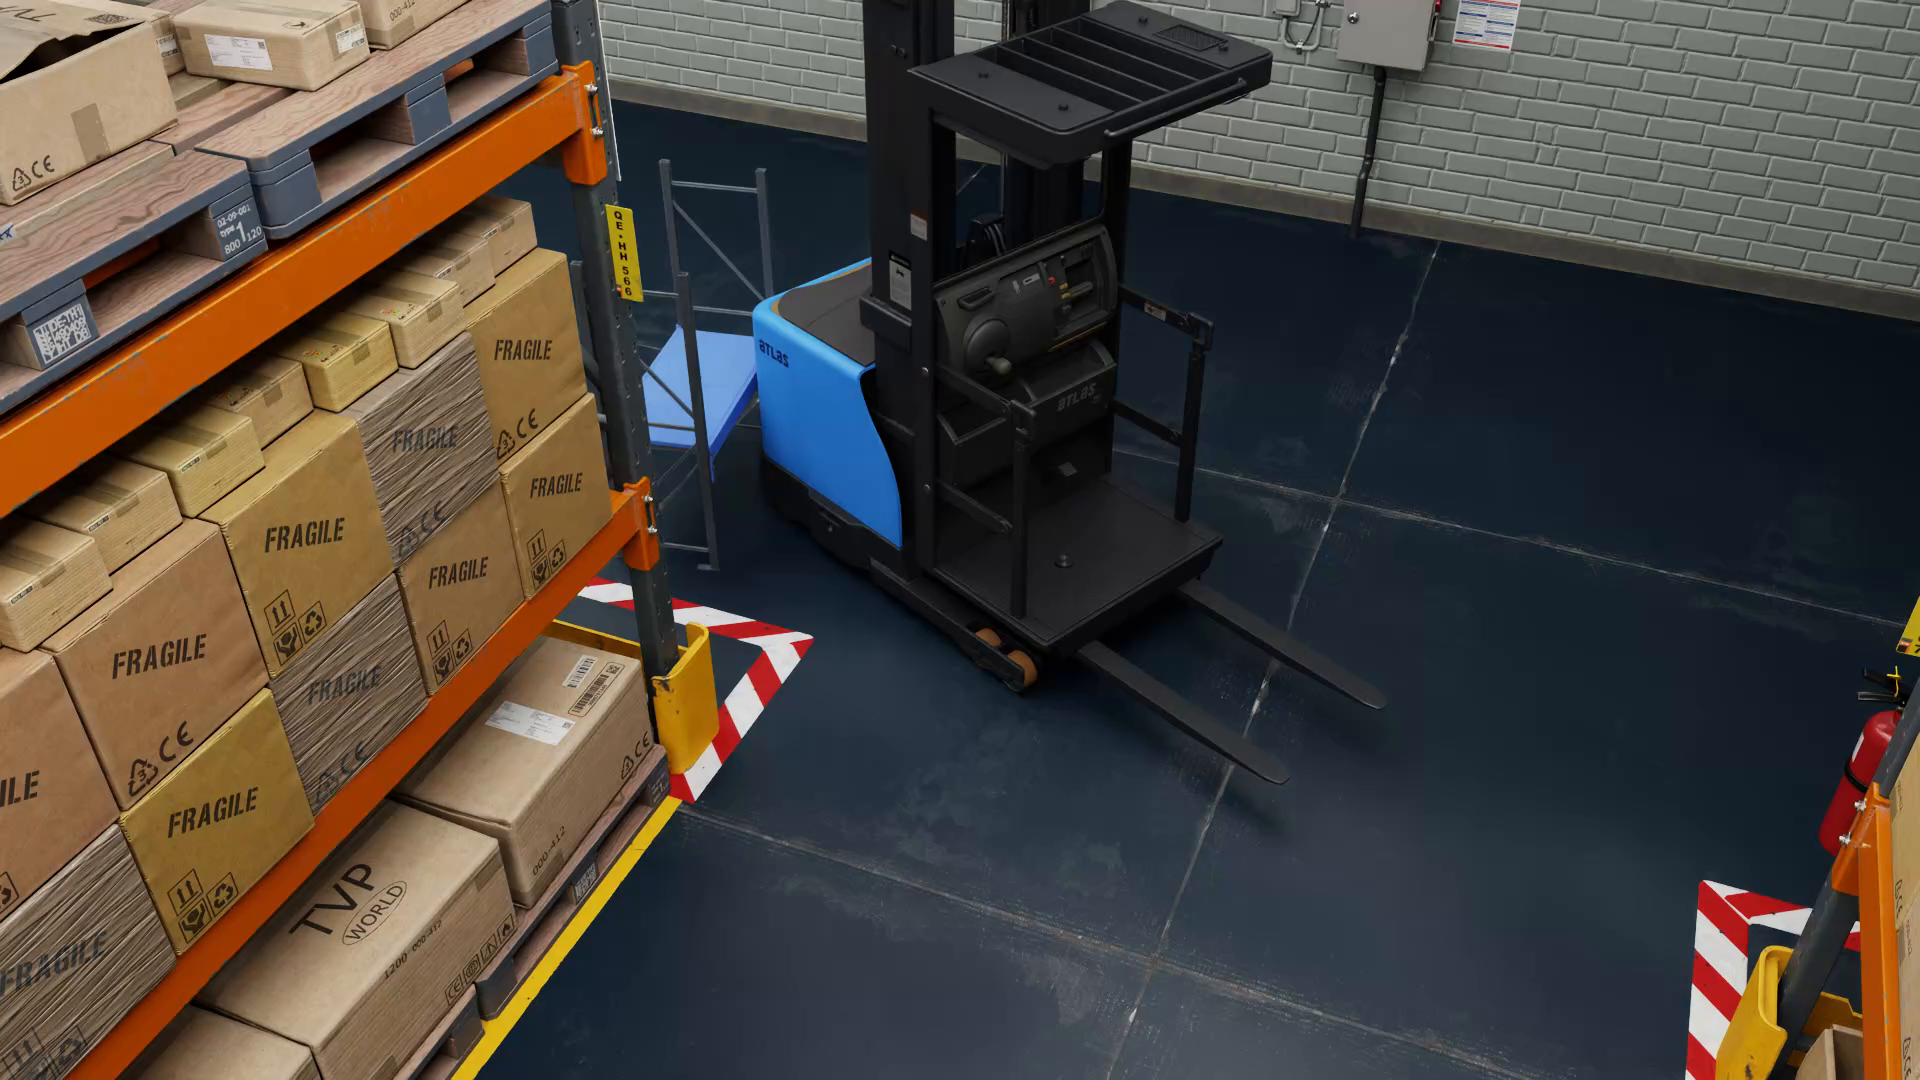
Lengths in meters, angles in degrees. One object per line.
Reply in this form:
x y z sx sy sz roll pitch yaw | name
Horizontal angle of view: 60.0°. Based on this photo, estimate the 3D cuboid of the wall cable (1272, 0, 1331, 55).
1.872 -3.701 9.348 0.588 1.984 0.122 14 39 18 | wall cable

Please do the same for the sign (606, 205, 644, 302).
-1.071 -0.911 5.298 0.100 0.325 0.005 14 39 18 | sign

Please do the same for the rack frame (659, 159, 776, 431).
-1.116 -1.090 7.955 0.500 1.500 0.032 7 37 10 | rack frame

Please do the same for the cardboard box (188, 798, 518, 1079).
-2.067 1.271 5.333 0.875 0.438 0.875 15 39 19 | cardboard box

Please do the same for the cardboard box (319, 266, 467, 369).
-1.614 -0.632 4.629 0.380 0.149 0.250 13 39 17 | cardboard box

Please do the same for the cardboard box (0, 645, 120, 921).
-2.281 0.523 3.627 0.500 0.500 0.500 15 39 19 | cardboard box

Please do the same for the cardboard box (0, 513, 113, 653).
-2.132 0.076 3.682 0.380 0.149 0.250 14 39 18 | cardboard box

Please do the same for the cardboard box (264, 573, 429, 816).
-1.898 0.365 4.673 0.500 0.500 0.500 15 39 19 | cardboard box

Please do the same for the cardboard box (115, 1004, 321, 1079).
-2.411 1.770 4.666 0.875 0.438 0.875 13 39 16 | cardboard box

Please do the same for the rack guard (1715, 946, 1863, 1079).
2.995 1.688 5.074 1.175 0.500 0.348 14 39 18 | rack guard

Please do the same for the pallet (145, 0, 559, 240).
-1.840 -1.237 4.468 1.003 0.211 1.213 14 39 18 | pallet

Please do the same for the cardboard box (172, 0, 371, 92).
-1.741 -1.273 4.218 0.380 0.149 0.250 11 38 14 | cardboard box

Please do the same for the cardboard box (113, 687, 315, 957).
-2.082 0.654 4.286 0.500 0.500 0.500 15 39 19 | cardboard box

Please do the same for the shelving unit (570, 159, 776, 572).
-1.224 -0.793 7.557 0.538 1.500 1.048 7 37 10 | shelving unit

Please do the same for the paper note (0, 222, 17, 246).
-1.828 -0.559 3.133 0.006 0.032 0.123 14 39 18 | paper note

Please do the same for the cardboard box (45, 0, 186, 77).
-2.194 -1.243 4.177 0.380 0.149 0.250 15 39 19 | cardboard box

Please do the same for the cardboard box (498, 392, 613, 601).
-1.506 -0.196 5.424 0.500 0.500 0.500 14 39 18 | cardboard box

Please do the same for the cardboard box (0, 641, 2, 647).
-2.290 0.196 3.521 0.380 0.149 0.250 14 39 18 | cardboard box

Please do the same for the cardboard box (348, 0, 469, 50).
-1.655 -1.564 4.522 0.500 0.250 0.500 10 38 14 | cardboard box

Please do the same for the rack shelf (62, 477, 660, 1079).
-2.328 0.912 4.626 1.077 0.370 4.000 14 39 18 | rack shelf

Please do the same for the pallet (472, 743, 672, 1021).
-1.799 1.094 6.110 1.003 0.211 1.213 14 39 18 | pallet

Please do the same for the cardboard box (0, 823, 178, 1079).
-2.278 0.939 3.905 0.500 0.500 0.500 14 39 18 | cardboard box

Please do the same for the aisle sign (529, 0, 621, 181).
-1.253 -1.494 5.072 0.394 0.787 0.004 14 39 18 | aisle sign

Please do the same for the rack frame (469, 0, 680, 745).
-1.567 -0.484 5.892 1.000 3.000 0.127 14 39 18 | rack frame

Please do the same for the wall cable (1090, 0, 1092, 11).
0.556 -4.030 9.762 0.585 1.953 0.123 14 39 18 | wall cable

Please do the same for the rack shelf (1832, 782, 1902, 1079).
2.263 2.040 3.116 1.077 0.370 4.000 14 39 18 | rack shelf

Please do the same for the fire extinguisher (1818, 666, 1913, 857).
2.653 0.639 4.766 0.296 0.674 0.183 14 39 18 | fire extinguisher

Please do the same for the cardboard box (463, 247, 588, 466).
-1.531 -0.603 5.133 0.500 0.500 0.500 15 39 19 | cardboard box

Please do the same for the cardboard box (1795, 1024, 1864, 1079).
2.704 1.794 4.579 0.797 0.503 0.637 12 39 16 | cardboard box

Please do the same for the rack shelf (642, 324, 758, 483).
-1.224 -0.649 7.665 0.538 0.185 1.000 7 37 10 | rack shelf

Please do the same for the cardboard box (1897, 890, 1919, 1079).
2.411 1.055 3.710 0.500 0.250 0.500 14 39 18 | cardboard box

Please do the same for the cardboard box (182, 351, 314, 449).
-1.912 -0.373 4.283 0.380 0.149 0.250 13 39 17 | cardboard box

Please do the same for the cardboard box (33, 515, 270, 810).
-2.087 0.244 3.999 0.500 0.500 0.500 14 39 17 | cardboard box

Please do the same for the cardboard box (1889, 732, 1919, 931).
2.602 0.776 4.084 0.500 0.250 0.500 14 39 18 | cardboard box

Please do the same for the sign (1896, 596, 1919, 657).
2.522 0.175 4.288 0.100 0.325 0.005 14 39 18 | sign

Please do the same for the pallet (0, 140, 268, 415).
-2.303 -0.559 3.561 1.003 0.211 1.213 14 39 18 | pallet

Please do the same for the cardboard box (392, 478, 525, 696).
-1.711 0.078 5.057 0.500 0.500 0.500 13 39 17 | cardboard box

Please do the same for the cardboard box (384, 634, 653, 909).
-1.726 0.763 6.014 0.875 0.438 0.875 13 39 16 | cardboard box

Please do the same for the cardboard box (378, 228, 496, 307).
-1.593 -0.794 4.846 0.380 0.149 0.250 15 39 19 | cardboard box

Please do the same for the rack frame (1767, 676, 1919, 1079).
3.024 0.645 4.382 1.000 3.000 0.127 14 39 18 | rack frame

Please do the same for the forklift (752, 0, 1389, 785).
0.422 -0.894 6.499 1.130 2.935 3.031 -28 45 -33 | forklift

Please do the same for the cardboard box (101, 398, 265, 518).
-1.954 -0.221 4.079 0.380 0.149 0.250 15 39 19 | cardboard box

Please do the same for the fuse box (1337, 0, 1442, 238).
2.444 -2.536 9.713 0.539 1.711 0.414 14 39 18 | fuse box

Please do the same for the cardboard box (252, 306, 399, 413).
-1.747 -0.502 4.455 0.380 0.149 0.250 15 39 19 | cardboard box

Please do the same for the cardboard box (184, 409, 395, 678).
-1.894 -0.034 4.371 0.500 0.500 0.500 14 39 18 | cardboard box

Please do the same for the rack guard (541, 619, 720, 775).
-1.558 0.504 6.658 1.175 0.500 0.348 14 39 18 | rack guard

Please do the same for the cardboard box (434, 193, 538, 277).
-1.519 -0.940 5.041 0.380 0.149 0.250 14 39 18 | cardboard box

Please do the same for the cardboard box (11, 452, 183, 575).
-2.071 -0.080 3.891 0.380 0.149 0.250 15 39 19 | cardboard box

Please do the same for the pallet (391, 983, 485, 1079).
-2.265 1.767 5.210 1.003 0.211 1.213 14 39 18 | pallet

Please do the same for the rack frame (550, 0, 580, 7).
-1.567 -2.887 4.096 1.000 3.000 0.127 14 39 18 | rack frame

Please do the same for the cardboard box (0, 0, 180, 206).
-2.183 -1.040 3.771 0.500 0.311 0.500 15 39 19 | cardboard box

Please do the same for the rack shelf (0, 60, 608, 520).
-2.328 -0.290 3.728 1.077 0.370 4.000 14 39 18 | rack shelf

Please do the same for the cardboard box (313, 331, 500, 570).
-1.702 -0.307 4.737 0.500 0.500 0.500 14 39 18 | cardboard box

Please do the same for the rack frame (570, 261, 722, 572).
-1.333 -0.496 7.159 0.500 1.500 0.032 7 37 10 | rack frame

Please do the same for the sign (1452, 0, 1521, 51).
2.979 -3.016 9.359 0.329 0.494 0.001 14 39 18 | sign
